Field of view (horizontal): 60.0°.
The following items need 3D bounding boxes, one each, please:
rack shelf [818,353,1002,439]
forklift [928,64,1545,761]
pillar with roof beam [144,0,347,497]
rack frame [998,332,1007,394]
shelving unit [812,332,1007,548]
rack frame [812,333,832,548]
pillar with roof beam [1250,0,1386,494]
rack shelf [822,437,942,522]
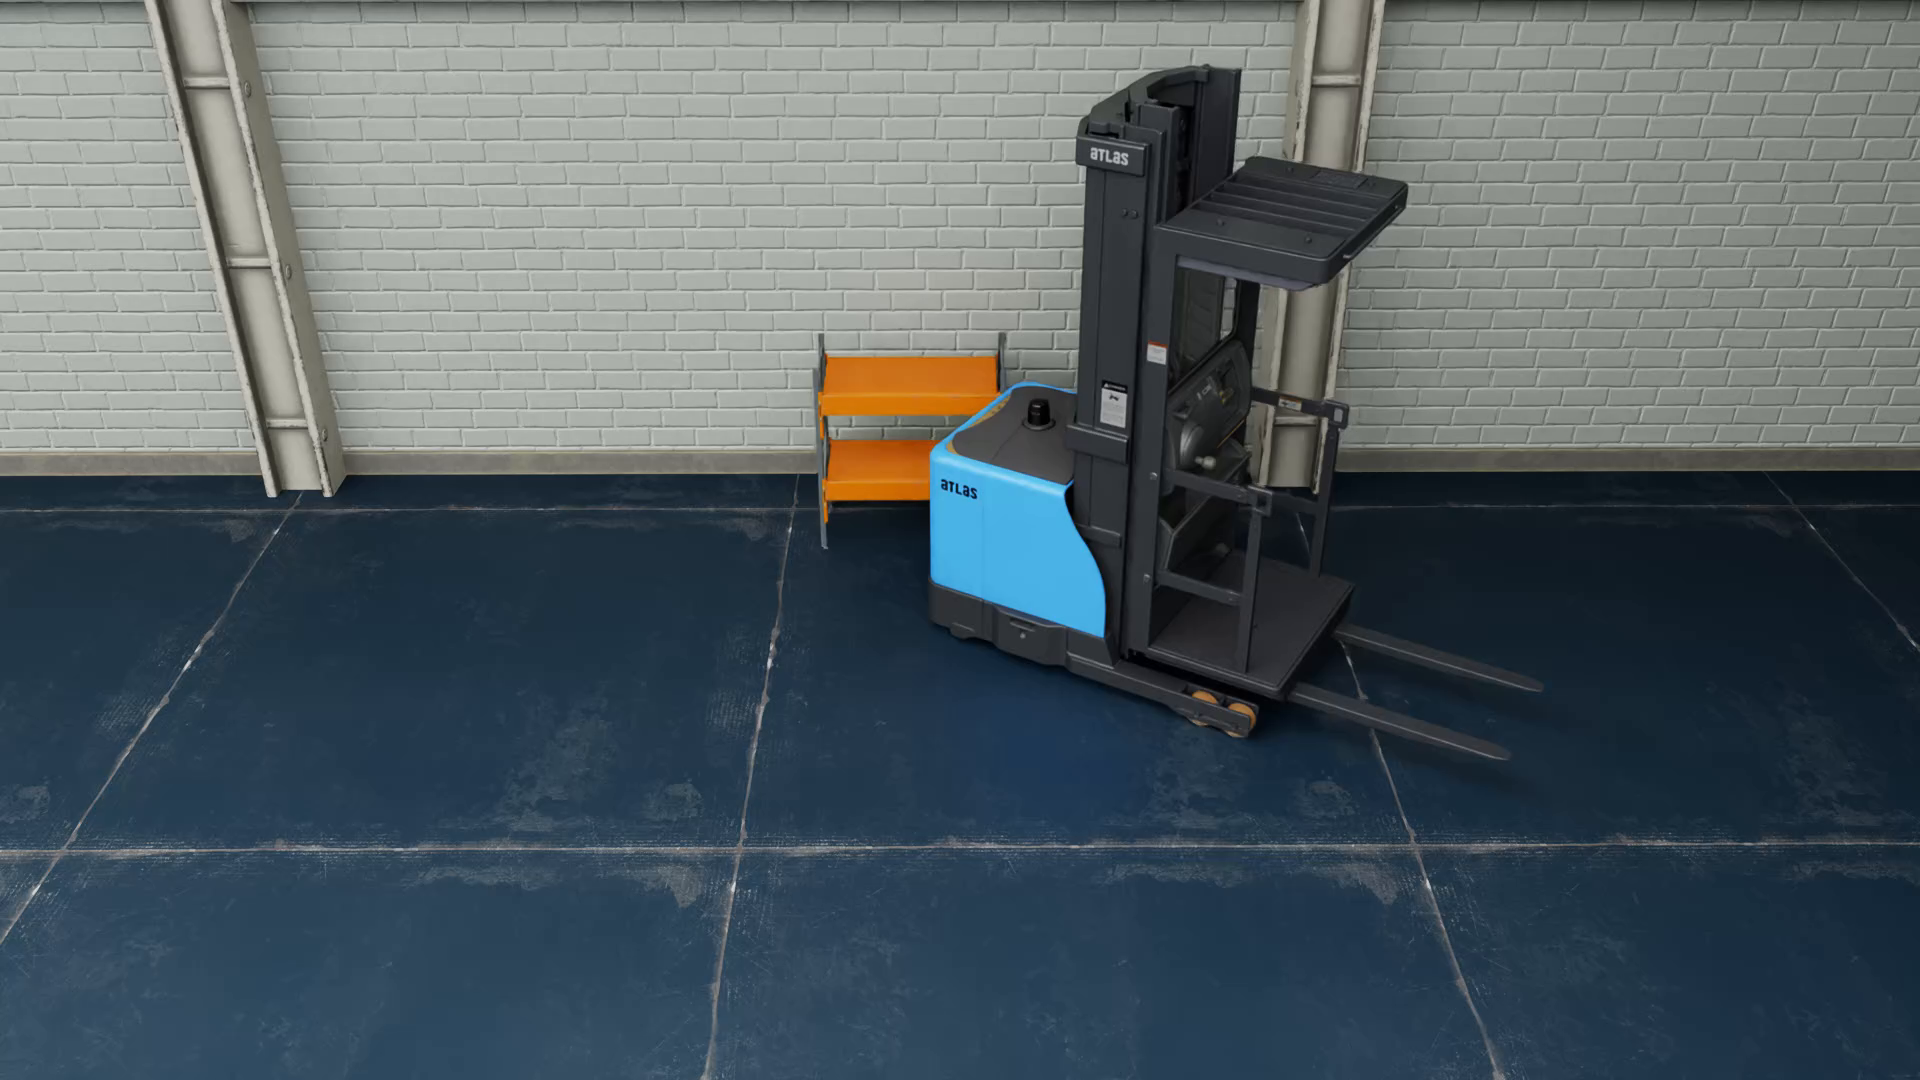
[{"bbox_3d":[-0.274,-0.814,9.331,1.000,0.278,0.538,0,31,0],"label":"rack shelf"},{"bbox_3d":[1.361,-0.609,7.818,3.031,2.935,1.130,17,35,26],"label":"forklift"},{"bbox_3d":[-3.973,-1.956,4.188,0.400,9.000,9.100,0,31,0],"label":"pillar with roof beam"},{"bbox_3d":[0.234,-0.565,9.486,0.032,1.125,0.500,0,31,0],"label":"rack frame"},{"bbox_3d":[-0.274,-0.563,9.483,1.048,1.125,0.538,0,31,0],"label":"shelving unit"},{"bbox_3d":[-0.782,-0.562,9.481,0.032,1.125,0.500,0,31,0],"label":"rack frame"},{"bbox_3d":[2.027,-1.975,4.219,0.400,9.000,9.100,0,31,0],"label":"pillar with roof beam"},{"bbox_3d":[-0.274,-0.354,9.610,1.000,0.278,0.538,0,31,0],"label":"rack shelf"}]
